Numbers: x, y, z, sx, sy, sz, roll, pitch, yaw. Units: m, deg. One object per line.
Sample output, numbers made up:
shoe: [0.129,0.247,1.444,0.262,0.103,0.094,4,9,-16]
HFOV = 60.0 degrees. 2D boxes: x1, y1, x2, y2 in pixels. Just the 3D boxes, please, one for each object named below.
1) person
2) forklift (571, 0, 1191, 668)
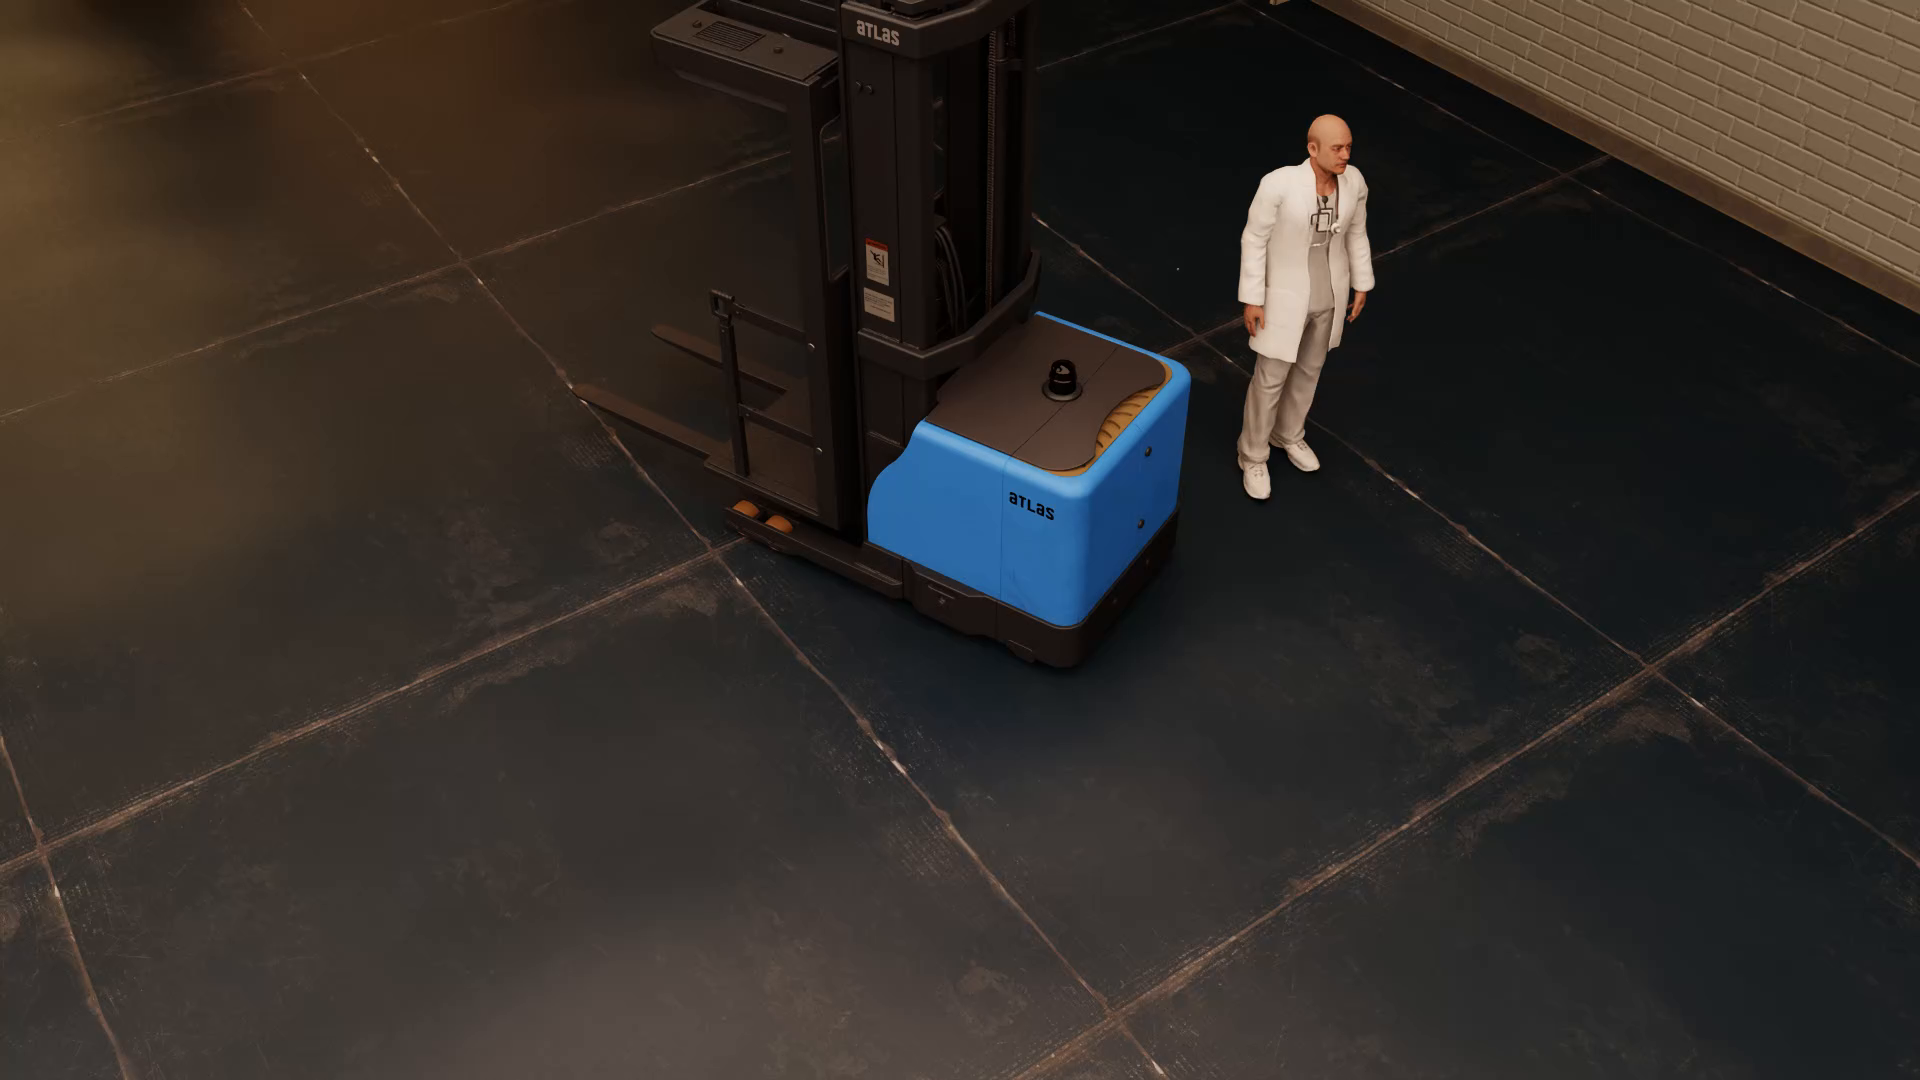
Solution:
person: [1.638,-1.073,7.720,0.698,1.779,0.578,-13,44,-14]
forklift: [-0.511,-1.302,7.129,3.031,2.935,1.130,24,48,24]
